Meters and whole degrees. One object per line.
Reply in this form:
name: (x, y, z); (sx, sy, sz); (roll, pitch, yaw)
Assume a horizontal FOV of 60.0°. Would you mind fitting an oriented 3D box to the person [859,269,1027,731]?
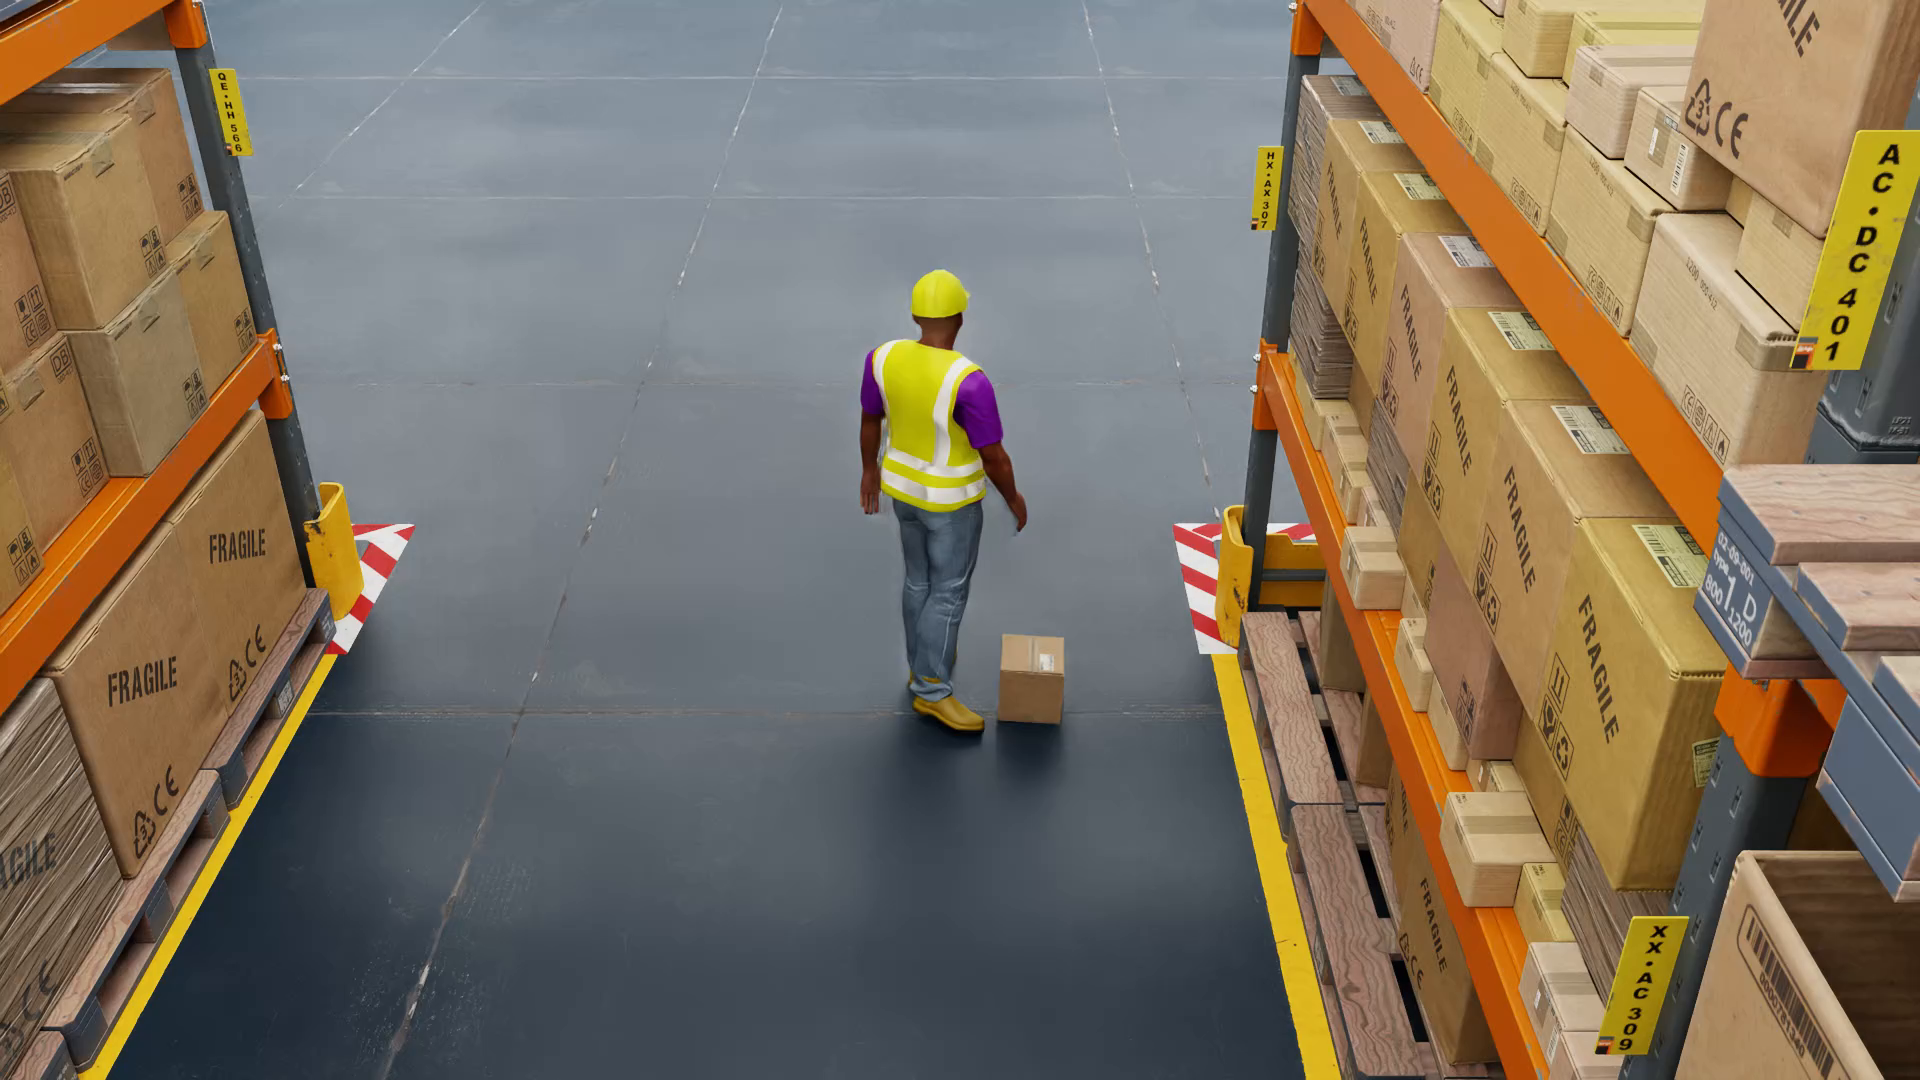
person: (-0.082, -0.165, 6.382); (0.693, 1.779, 0.501); (26, 40, 36)
